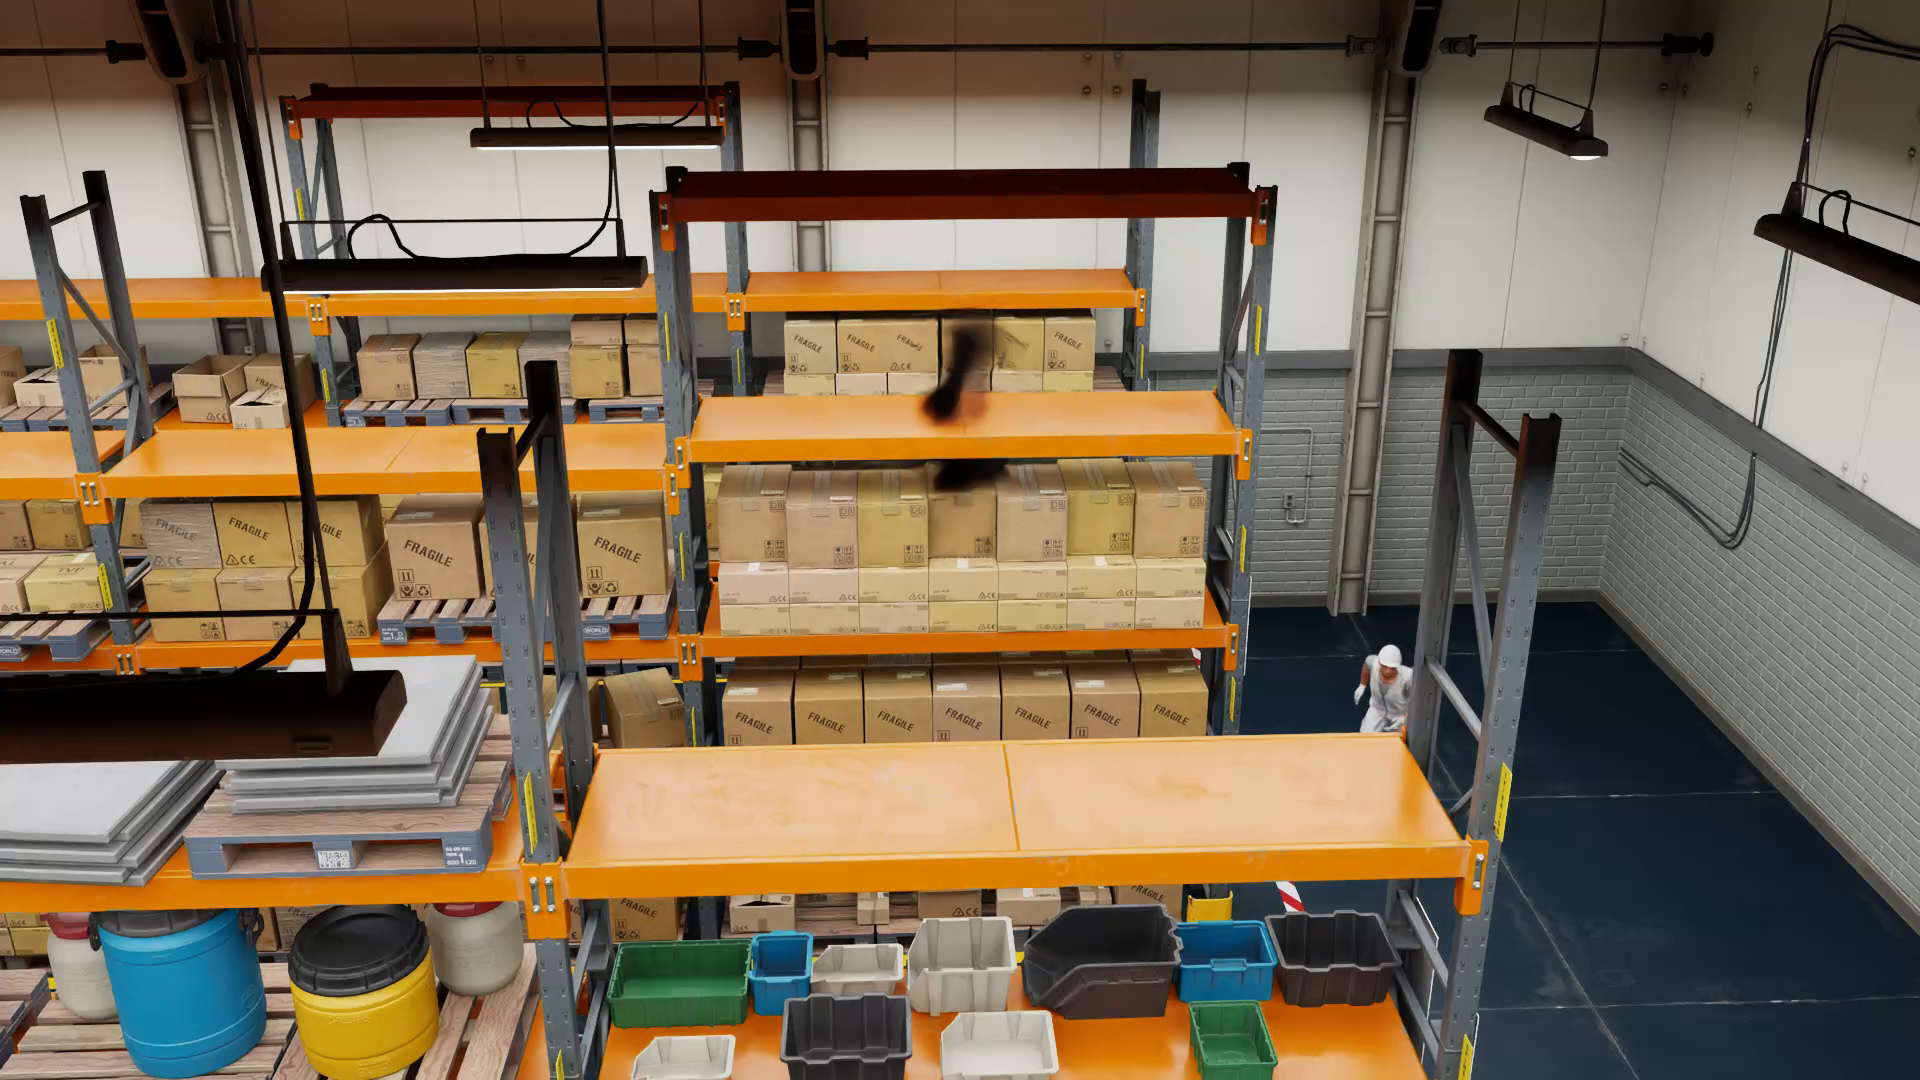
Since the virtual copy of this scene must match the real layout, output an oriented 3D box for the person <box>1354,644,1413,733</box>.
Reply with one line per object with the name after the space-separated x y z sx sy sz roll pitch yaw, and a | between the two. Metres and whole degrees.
3.924 1.552 15.123 0.698 1.632 1.071 13 26 29 | person
